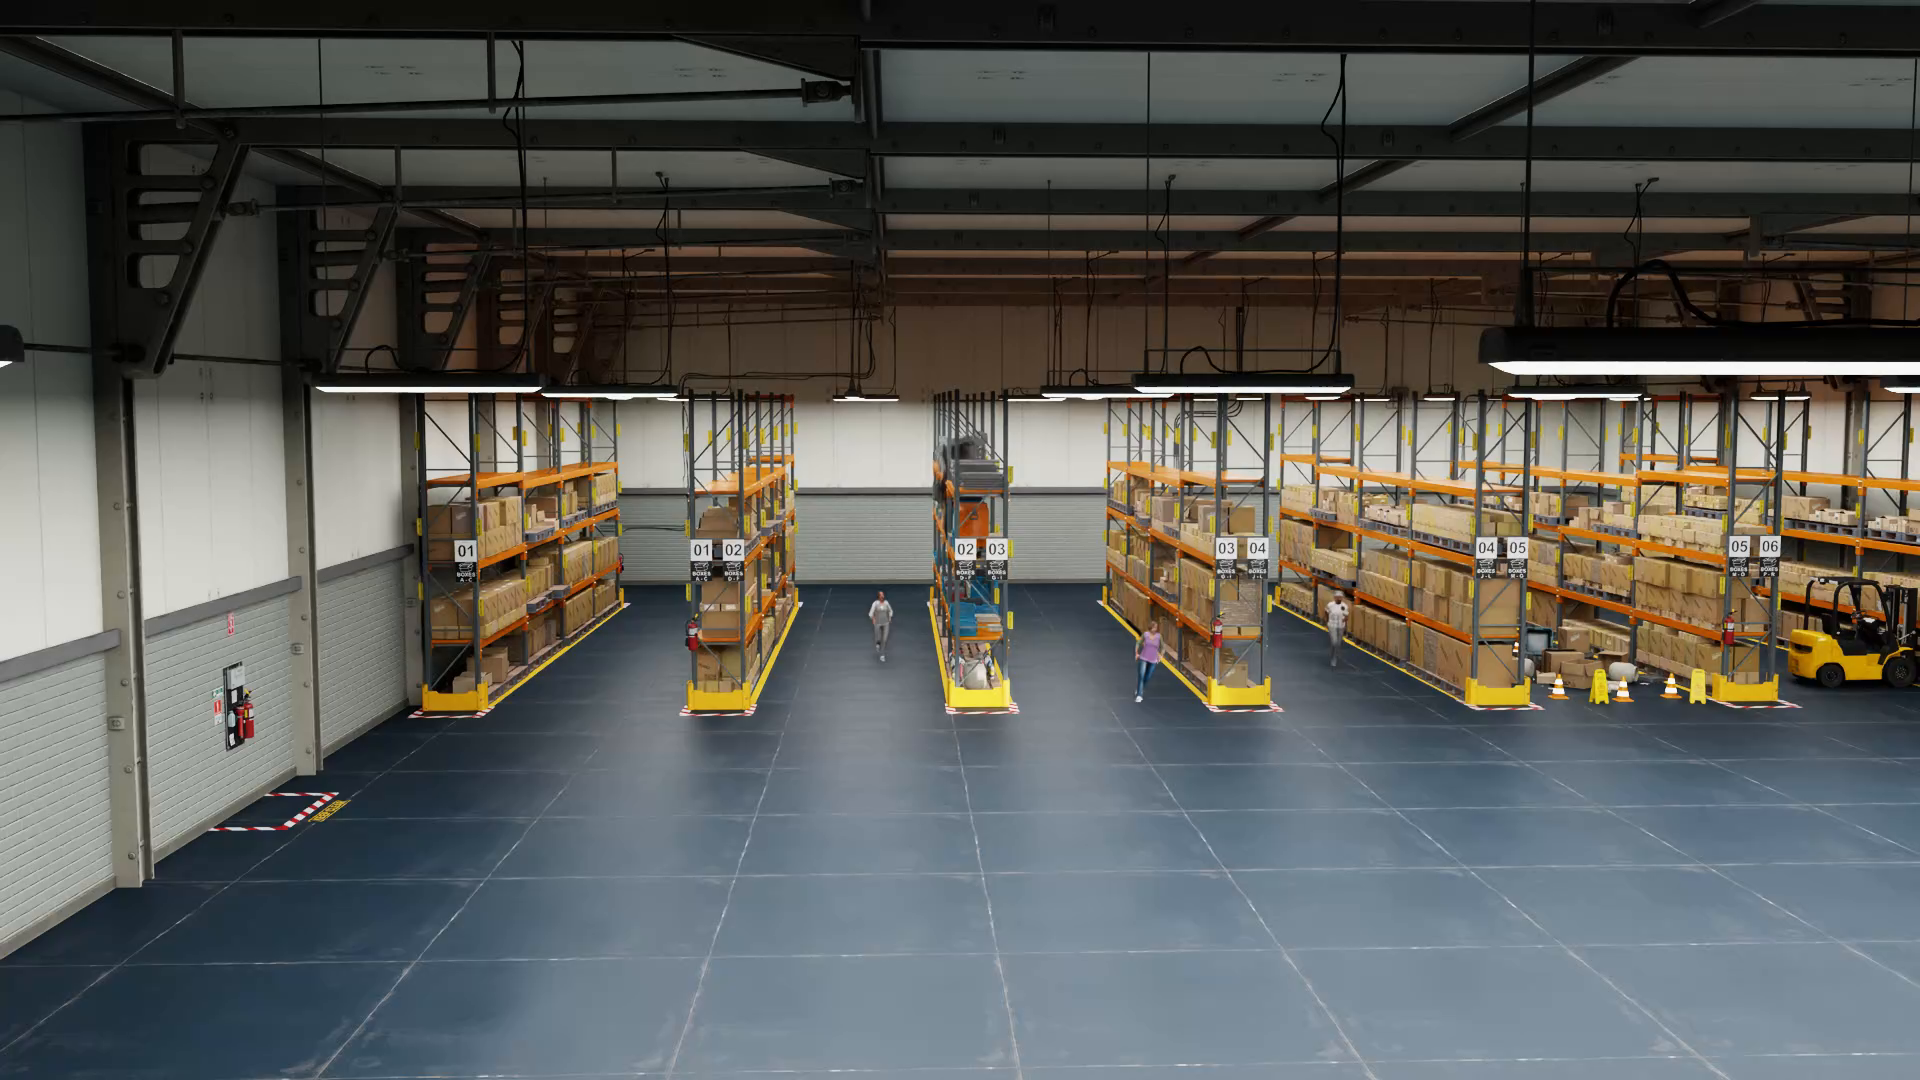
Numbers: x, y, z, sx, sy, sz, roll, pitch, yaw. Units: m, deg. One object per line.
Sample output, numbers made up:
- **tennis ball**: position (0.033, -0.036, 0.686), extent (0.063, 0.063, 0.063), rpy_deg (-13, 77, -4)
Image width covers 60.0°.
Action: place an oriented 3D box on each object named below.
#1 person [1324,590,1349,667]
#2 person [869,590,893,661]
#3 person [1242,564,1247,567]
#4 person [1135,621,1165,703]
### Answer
- **person**: position (8.251, 1.934, 36.384), extent (0.460, 1.708, 0.804), rpy_deg (0, 5, -5)
- **person**: position (-1.763, 1.910, 37.328), extent (0.547, 1.568, 0.632), rpy_deg (-1, 5, -10)
- **person**: position (8.016, 1.055, 47.155), extent (0.575, 1.681, 0.686), rpy_deg (0, 5, 6)
- **person**: position (3.668, 2.333, 32.218), extent (0.572, 1.546, 0.773), rpy_deg (0, 5, 0)
